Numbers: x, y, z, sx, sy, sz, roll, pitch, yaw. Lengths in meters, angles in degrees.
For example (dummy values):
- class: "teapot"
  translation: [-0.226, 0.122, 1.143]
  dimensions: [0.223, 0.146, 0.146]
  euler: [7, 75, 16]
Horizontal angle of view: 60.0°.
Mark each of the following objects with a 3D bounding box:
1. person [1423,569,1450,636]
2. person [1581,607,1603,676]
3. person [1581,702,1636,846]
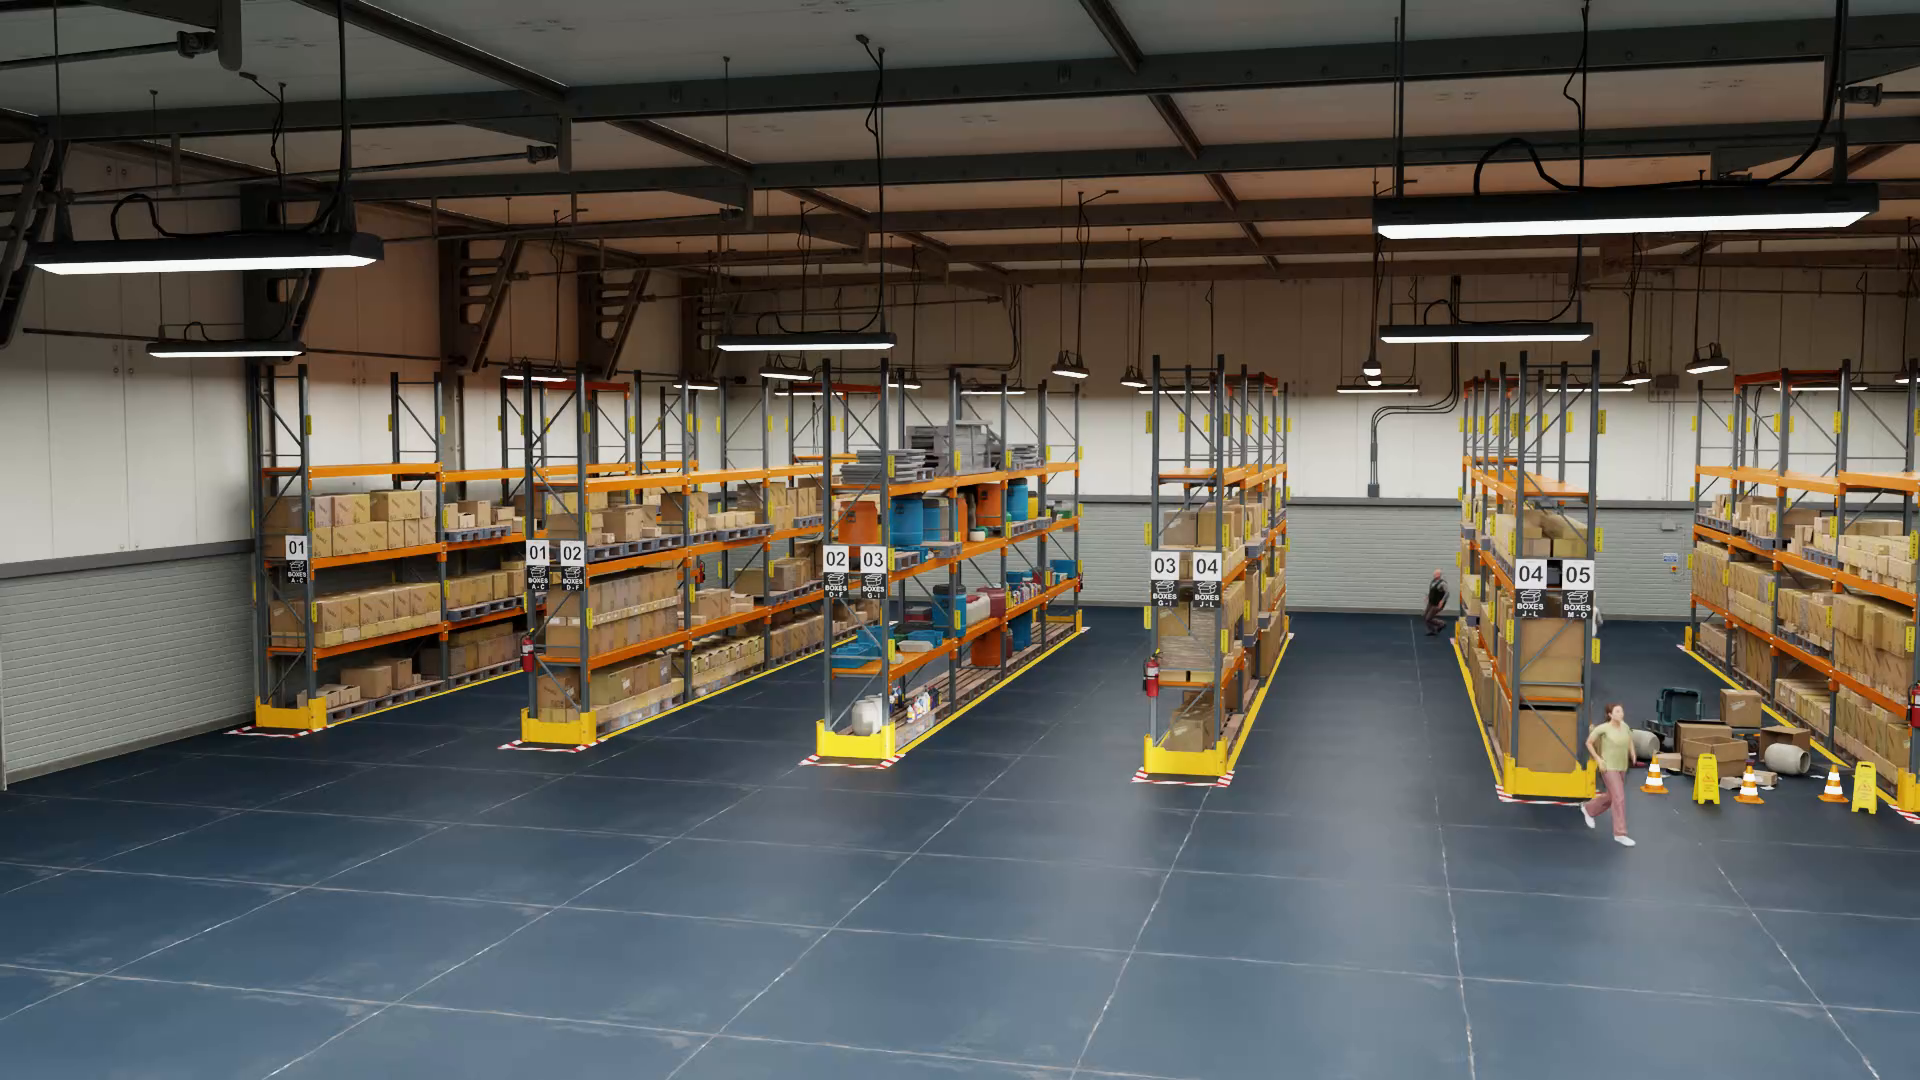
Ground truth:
- class: "person"
  translation: [11.280, 1.499, 39.290]
  dimensions: [0.545, 1.639, 0.762]
  euler: [-1, 4, -13]
- class: "person"
  translation: [12.399, 1.863, 33.006]
  dimensions: [0.652, 1.722, 0.604]
  euler: [0, 4, 7]
- class: "person"
  translation: [7.842, 2.760, 20.019]
  dimensions: [0.582, 1.664, 0.904]
  euler: [-2, 4, -23]
